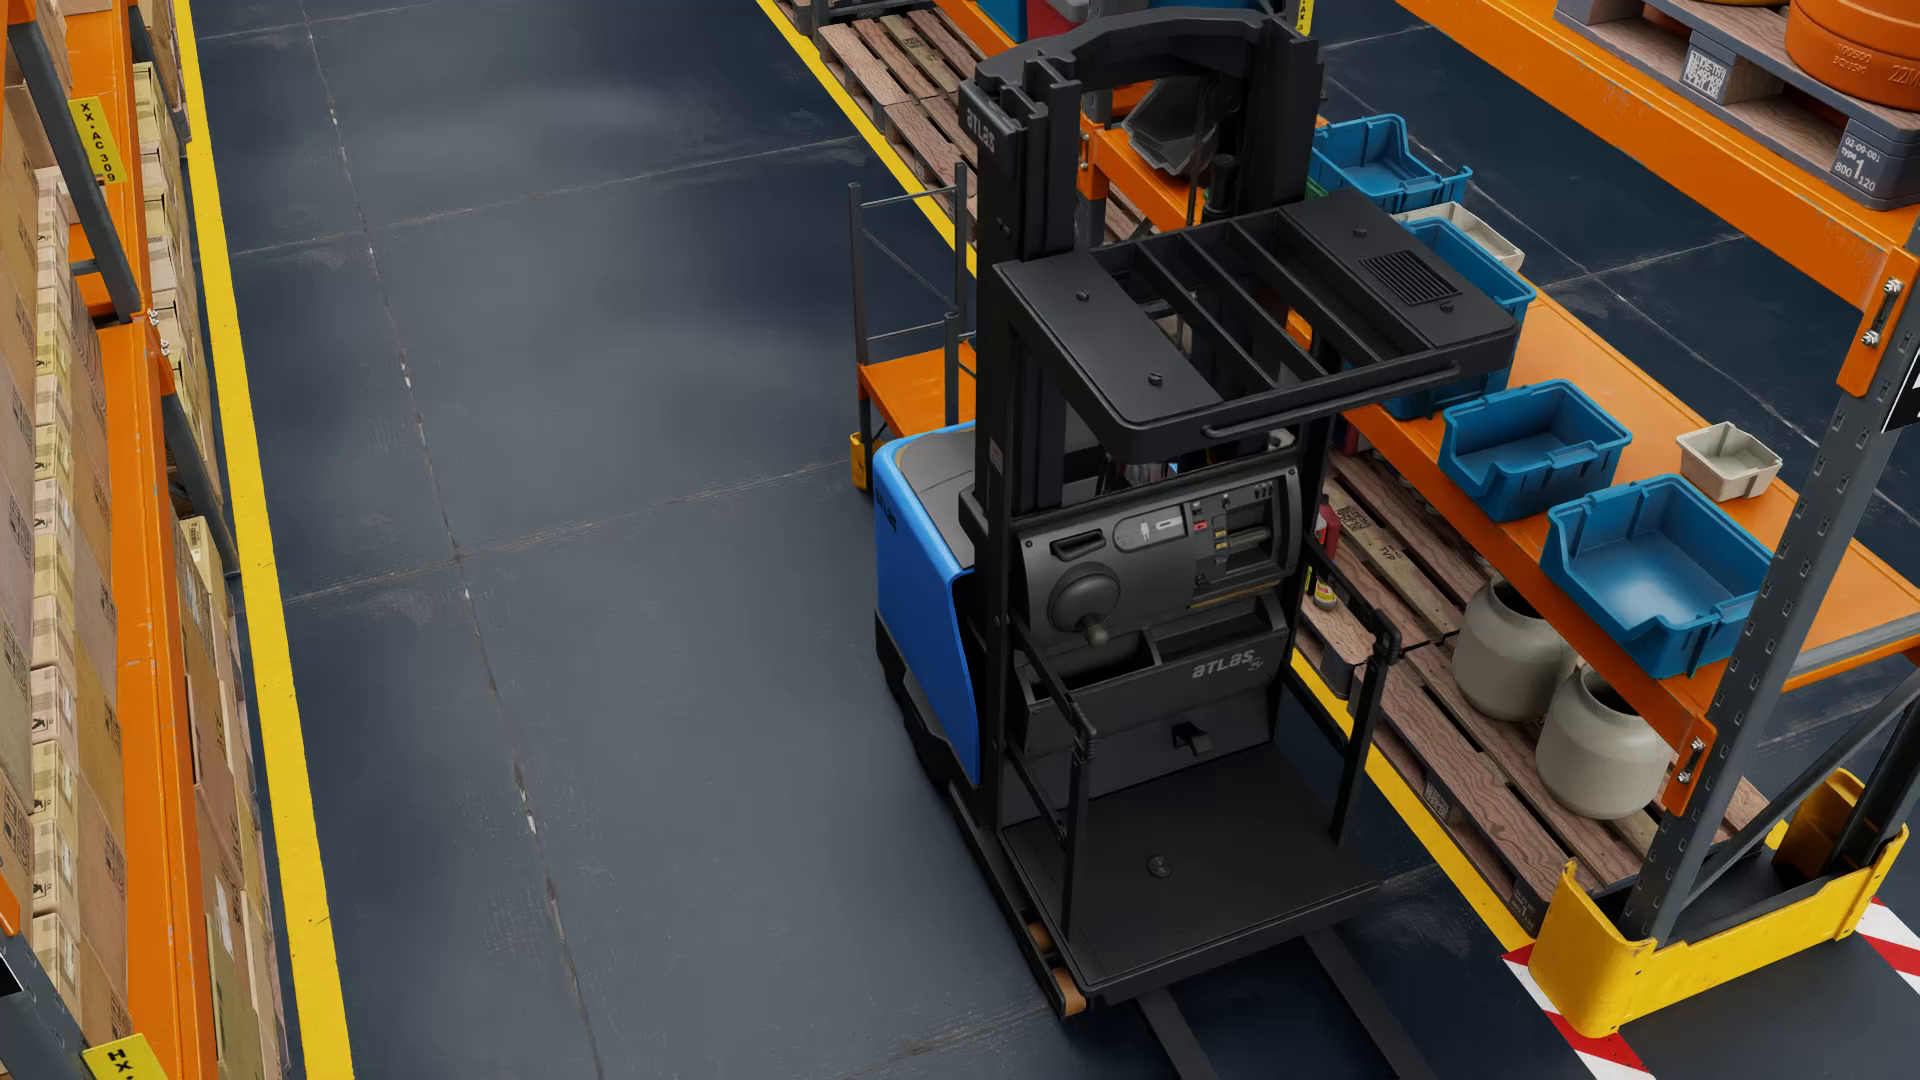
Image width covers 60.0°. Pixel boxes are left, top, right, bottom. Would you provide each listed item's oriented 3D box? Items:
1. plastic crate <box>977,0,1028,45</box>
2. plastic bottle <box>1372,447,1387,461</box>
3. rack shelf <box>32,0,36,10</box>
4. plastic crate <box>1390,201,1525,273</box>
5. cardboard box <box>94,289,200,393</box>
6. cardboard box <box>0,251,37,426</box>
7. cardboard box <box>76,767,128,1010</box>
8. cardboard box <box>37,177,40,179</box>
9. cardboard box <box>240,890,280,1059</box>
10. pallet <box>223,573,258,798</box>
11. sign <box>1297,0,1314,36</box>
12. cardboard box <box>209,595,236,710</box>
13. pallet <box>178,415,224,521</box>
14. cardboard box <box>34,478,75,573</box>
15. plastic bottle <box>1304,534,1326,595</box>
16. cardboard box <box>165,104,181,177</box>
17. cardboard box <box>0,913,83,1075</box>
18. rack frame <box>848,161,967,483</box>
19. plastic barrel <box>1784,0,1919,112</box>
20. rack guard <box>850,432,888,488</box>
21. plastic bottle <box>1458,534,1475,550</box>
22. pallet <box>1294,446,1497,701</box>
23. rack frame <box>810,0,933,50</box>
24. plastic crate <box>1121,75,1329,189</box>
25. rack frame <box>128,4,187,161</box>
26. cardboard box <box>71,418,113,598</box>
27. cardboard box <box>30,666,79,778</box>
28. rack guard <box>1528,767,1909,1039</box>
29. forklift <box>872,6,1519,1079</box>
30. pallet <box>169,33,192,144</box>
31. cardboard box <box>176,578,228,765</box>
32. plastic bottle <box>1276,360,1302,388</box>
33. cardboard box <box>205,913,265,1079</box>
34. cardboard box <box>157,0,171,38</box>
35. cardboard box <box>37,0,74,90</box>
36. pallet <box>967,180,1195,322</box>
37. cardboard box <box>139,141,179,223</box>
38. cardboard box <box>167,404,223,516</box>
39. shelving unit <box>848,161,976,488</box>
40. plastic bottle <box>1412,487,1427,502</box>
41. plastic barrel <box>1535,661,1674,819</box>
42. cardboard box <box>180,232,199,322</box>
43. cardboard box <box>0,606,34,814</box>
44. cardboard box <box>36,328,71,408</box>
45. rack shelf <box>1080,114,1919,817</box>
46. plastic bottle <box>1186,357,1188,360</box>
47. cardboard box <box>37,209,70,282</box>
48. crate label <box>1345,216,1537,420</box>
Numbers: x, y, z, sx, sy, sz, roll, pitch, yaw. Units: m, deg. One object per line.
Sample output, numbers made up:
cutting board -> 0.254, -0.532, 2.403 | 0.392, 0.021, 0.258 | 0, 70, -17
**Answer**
plastic crate -> 0.323, -2.718, 8.122 | 0.392, 0.384, 0.575 | -15, 43, -17
plastic bottle -> 1.871, -0.454, 7.286 | 0.097, 0.201, 0.097 | 0, 41, 0
rack shelf -> -4.311, -2.973, 6.658 | 1.077, 0.370, 4.000 | -15, 43, -17
plastic crate -> 1.887, -1.122, 6.457 | 0.530, 0.136, 0.437 | -15, 43, -17
cardboard box -> -3.660, -0.847, 7.291 | 0.500, 0.311, 0.500 | -16, 43, -17
cardboard box -> -2.985, -0.562, 4.531 | 0.700, 0.500, 0.500 | -15, 43, -17
cardboard box -> -2.387, 0.868, 3.863 | 0.700, 0.500, 0.500 | -14, 43, -16
cardboard box -> -3.775, -1.132, 6.381 | 0.500, 0.250, 0.500 | -13, 42, -14
cardboard box -> -2.401, 1.409, 5.098 | 0.500, 0.250, 0.500 | -15, 43, -17
pallet -> -3.280, 0.643, 6.340 | 1.003, 0.211, 1.213 | -15, 43, -17
sign -> 1.545, -2.373, 7.496 | 0.100, 0.325, 0.005 | -15, 43, -17
cardboard box -> -2.984, 0.508, 6.145 | 0.500, 0.250, 0.500 | -15, 43, -17
pallet -> -3.864, -0.280, 7.414 | 1.003, 0.211, 1.213 | -15, 43, -17
cardboard box -> -2.554, 0.006, 4.368 | 0.380, 0.149, 0.250 | -15, 43, -16
plastic bottle -> 1.393, 0.073, 6.611 | 0.061, 0.283, 0.133 | -14, 43, -16
cardboard box -> -4.650, -2.174, 9.264 | 0.500, 0.250, 0.500 | -14, 43, -16
cardboard box -> -1.966, 0.932, 3.291 | 0.380, 0.149, 0.250 | -15, 43, -17
rack frame -> -0.208, -0.896, 7.142 | 0.500, 1.500, 0.032 | -15, 43, -17
plastic barrel -> 2.259, -1.448, 3.681 | 0.600, 0.830, 0.708 | -15, 43, -17
rack guard -> -0.208, -0.422, 7.548 | 0.587, 0.250, 0.087 | -15, 43, -17
plastic bottle -> 2.117, -0.066, 6.835 | 0.097, 0.201, 0.097 | 0, 41, 0
pallet -> 1.721, 0.071, 7.005 | 1.003, 0.211, 1.213 | -15, 43, -17
rack frame -> -0.498, -4.547, 10.237 | 1.000, 3.000, 0.127 | -15, 43, -17
plastic crate -> 1.115, -1.767, 7.051 | 0.767, 0.338, 0.504 | -15, 43, -17
rack frame -> -5.076, -3.313, 8.802 | 1.000, 3.000, 0.127 | -15, 43, -17
cardboard box -> -2.974, -0.057, 4.938 | 0.700, 0.500, 0.500 | -14, 43, -16
cardboard box -> -2.259, 0.470, 3.828 | 0.380, 0.149, 0.250 | -16, 43, -18
rack guard -> 2.490, 1.186, 5.487 | 1.175, 0.500, 0.348 | -15, 43, -17
forklift -> 0.698, 0.124, 4.857 | 1.130, 2.935, 3.031 | -15, 43, -17
pallet -> -5.327, -2.715, 10.246 | 1.003, 0.211, 1.213 | -15, 43, -17
cardboard box -> -2.791, 0.525, 5.551 | 0.500, 0.500, 0.500 | -15, 43, -17
plastic bottle -> 1.491, -0.787, 7.617 | 0.152, 0.276, 0.135 | -15, 43, -17
cardboard box -> -2.208, 1.426, 4.503 | 0.500, 0.500, 0.500 | -15, 43, -17
cardboard box -> -5.379, -3.495, 10.594 | 0.500, 0.500, 0.500 | -16, 43, -17
cardboard box -> -4.419, -2.344, 7.599 | 0.500, 0.500, 0.500 | -17, 44, -19
pallet -> 0.696, -1.543, 8.883 | 1.003, 0.211, 1.213 | -15, 43, -17
cardboard box -> -4.253, -1.772, 8.367 | 0.500, 0.311, 0.500 | -15, 43, -17
cardboard box -> -3.471, -0.325, 7.114 | 0.500, 0.250, 0.500 | -16, 43, -18
shelving unit -> -0.017, -0.595, 6.792 | 0.587, 1.500, 1.083 | -15, 43, -17
plastic bottle -> 1.987, -0.297, 7.049 | 0.097, 0.271, 0.097 | 0, 41, 0
plastic barrel -> 2.240, 0.679, 5.746 | 0.421, 0.512, 0.421 | 0, 41, 0
cardboard box -> -4.060, -1.251, 8.191 | 0.500, 0.250, 0.500 | -14, 43, -16
cardboard box -> -2.409, 0.344, 3.477 | 0.700, 0.500, 0.500 | -16, 43, -18
cardboard box -> -2.856, -0.464, 4.915 | 0.380, 0.149, 0.250 | -15, 43, -17
rack shelf -> 1.797, -0.660, 6.268 | 1.077, 0.370, 4.000 | -15, 43, -17
plastic bottle -> 1.091, -0.746, 7.511 | 0.144, 0.351, 0.185 | -15, 43, -17
cardboard box -> -3.151, -0.928, 5.454 | 0.380, 0.149, 0.250 | -16, 43, -18
crate label -> 1.608, -0.782, 5.832 | 0.502, 0.435, 0.616 | -15, 43, -17
